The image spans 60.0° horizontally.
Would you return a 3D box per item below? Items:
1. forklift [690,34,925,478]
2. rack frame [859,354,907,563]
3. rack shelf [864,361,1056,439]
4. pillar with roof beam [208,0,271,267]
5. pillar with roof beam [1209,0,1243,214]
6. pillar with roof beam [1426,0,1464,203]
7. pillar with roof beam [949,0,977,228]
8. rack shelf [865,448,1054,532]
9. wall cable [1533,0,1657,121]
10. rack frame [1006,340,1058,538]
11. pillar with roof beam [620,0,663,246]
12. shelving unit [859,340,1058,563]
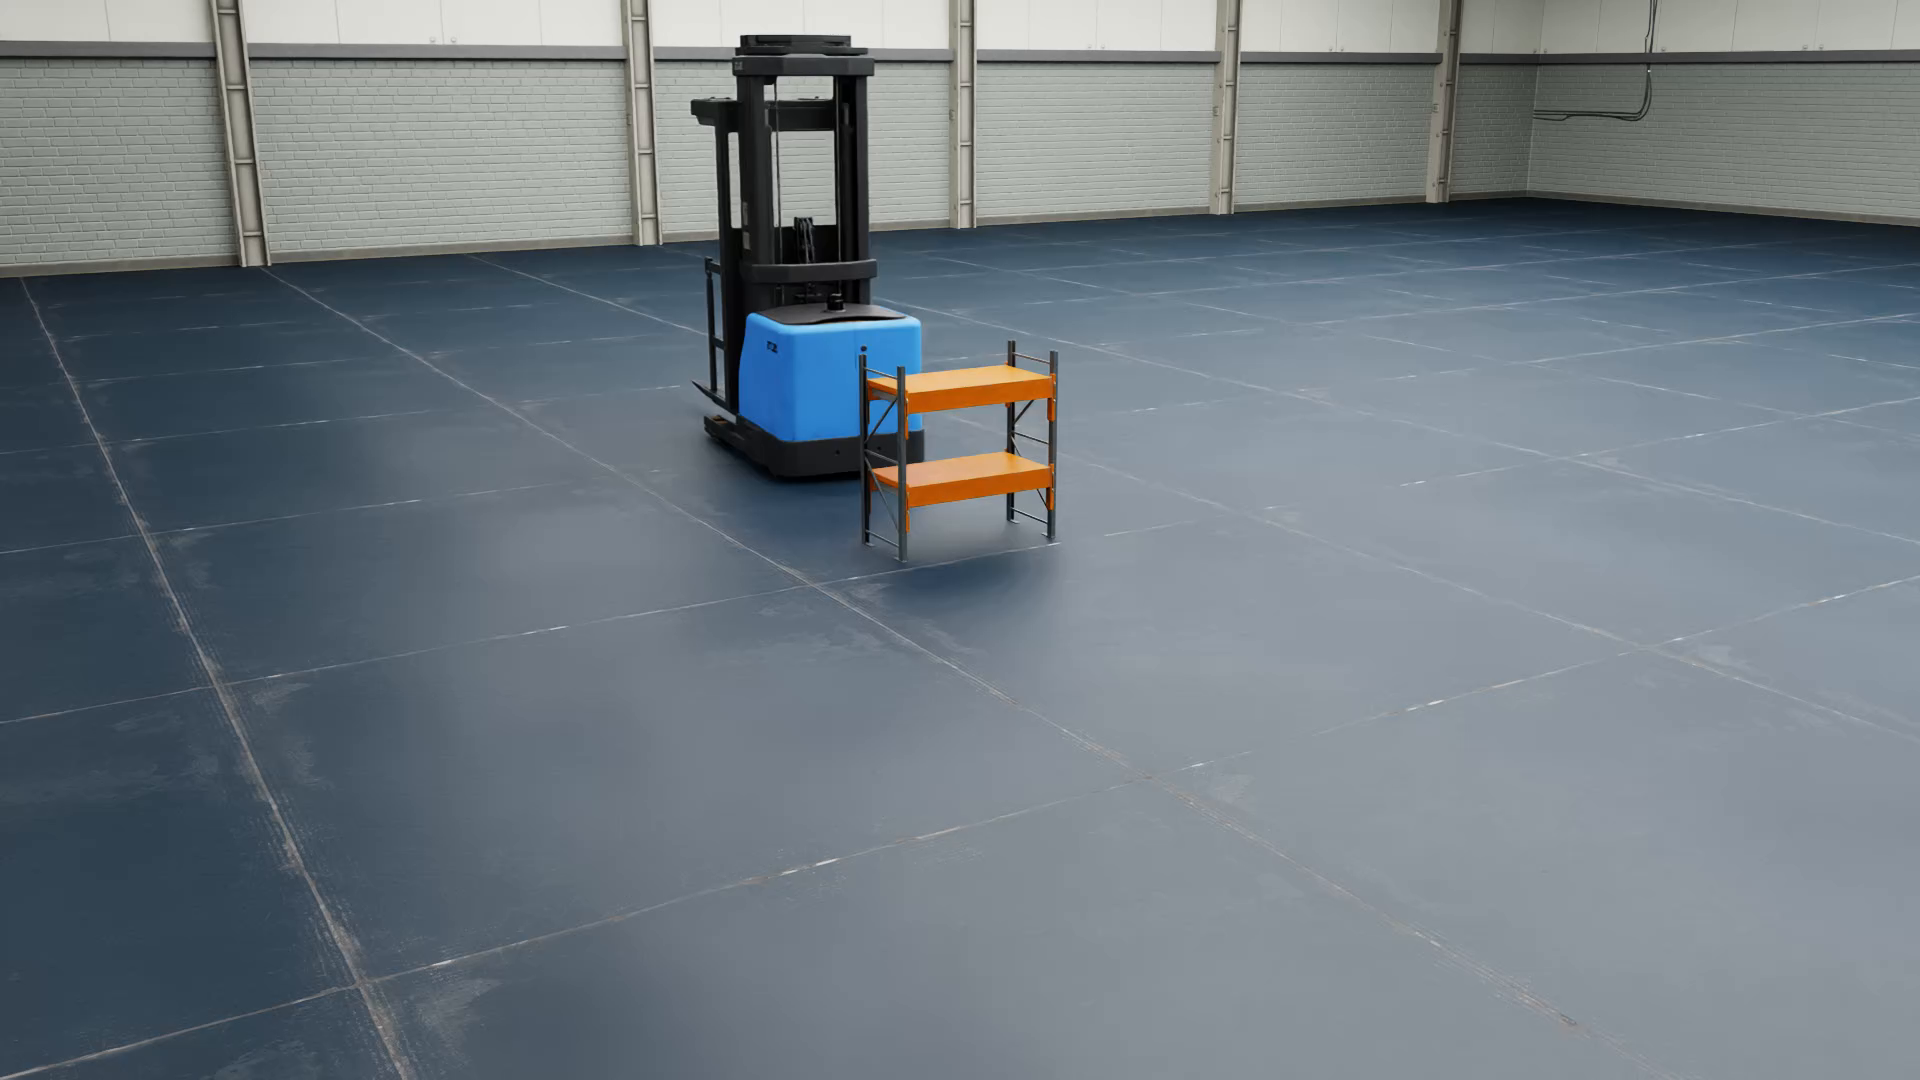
[{"bbox_3d":[-1.306,-2.187,12.280,1.130,2.935,3.031,-7,17,-23],"label":"forklift"},{"bbox_3d":[-0.442,-0.470,9.503,0.032,1.125,0.500,-9,18,-30],"label":"rack frame"},{"bbox_3d":[-0.006,-0.823,9.676,1.000,0.278,0.538,-9,18,-30],"label":"rack shelf"},{"bbox_3d":[-8.020,-7.329,19.384,0.400,9.000,9.100,-9,18,-30],"label":"pillar with roof beam"},{"bbox_3d":[7.410,-9.831,28.310,0.400,9.000,9.100,-9,18,-30],"label":"pillar with roof beam"},{"bbox_3d":[12.553,-10.665,31.285,0.400,9.000,9.100,-9,18,-30],"label":"pillar with roof beam"},{"bbox_3d":[2.267,-8.997,25.334,0.400,9.000,9.100,-9,18,-30],"label":"pillar with roof beam"},{"bbox_3d":[-0.006,-0.305,9.821,1.000,0.278,0.538,-9,18,-30],"label":"rack shelf"},{"bbox_3d":[13.542,-10.270,35.627,0.112,2.526,3.097,-9,18,-30],"label":"wall cable"},{"bbox_3d":[0.430,-0.611,10.007,0.032,1.125,0.500,-9,18,-30],"label":"rack frame"},{"bbox_3d":[-2.877,-8.163,22.359,0.400,9.000,9.100,-9,18,-30],"label":"pillar with roof beam"},{"bbox_3d":[-0.006,-0.541,9.755,1.048,1.125,0.538,-9,18,-30],"label":"shelving unit"}]
